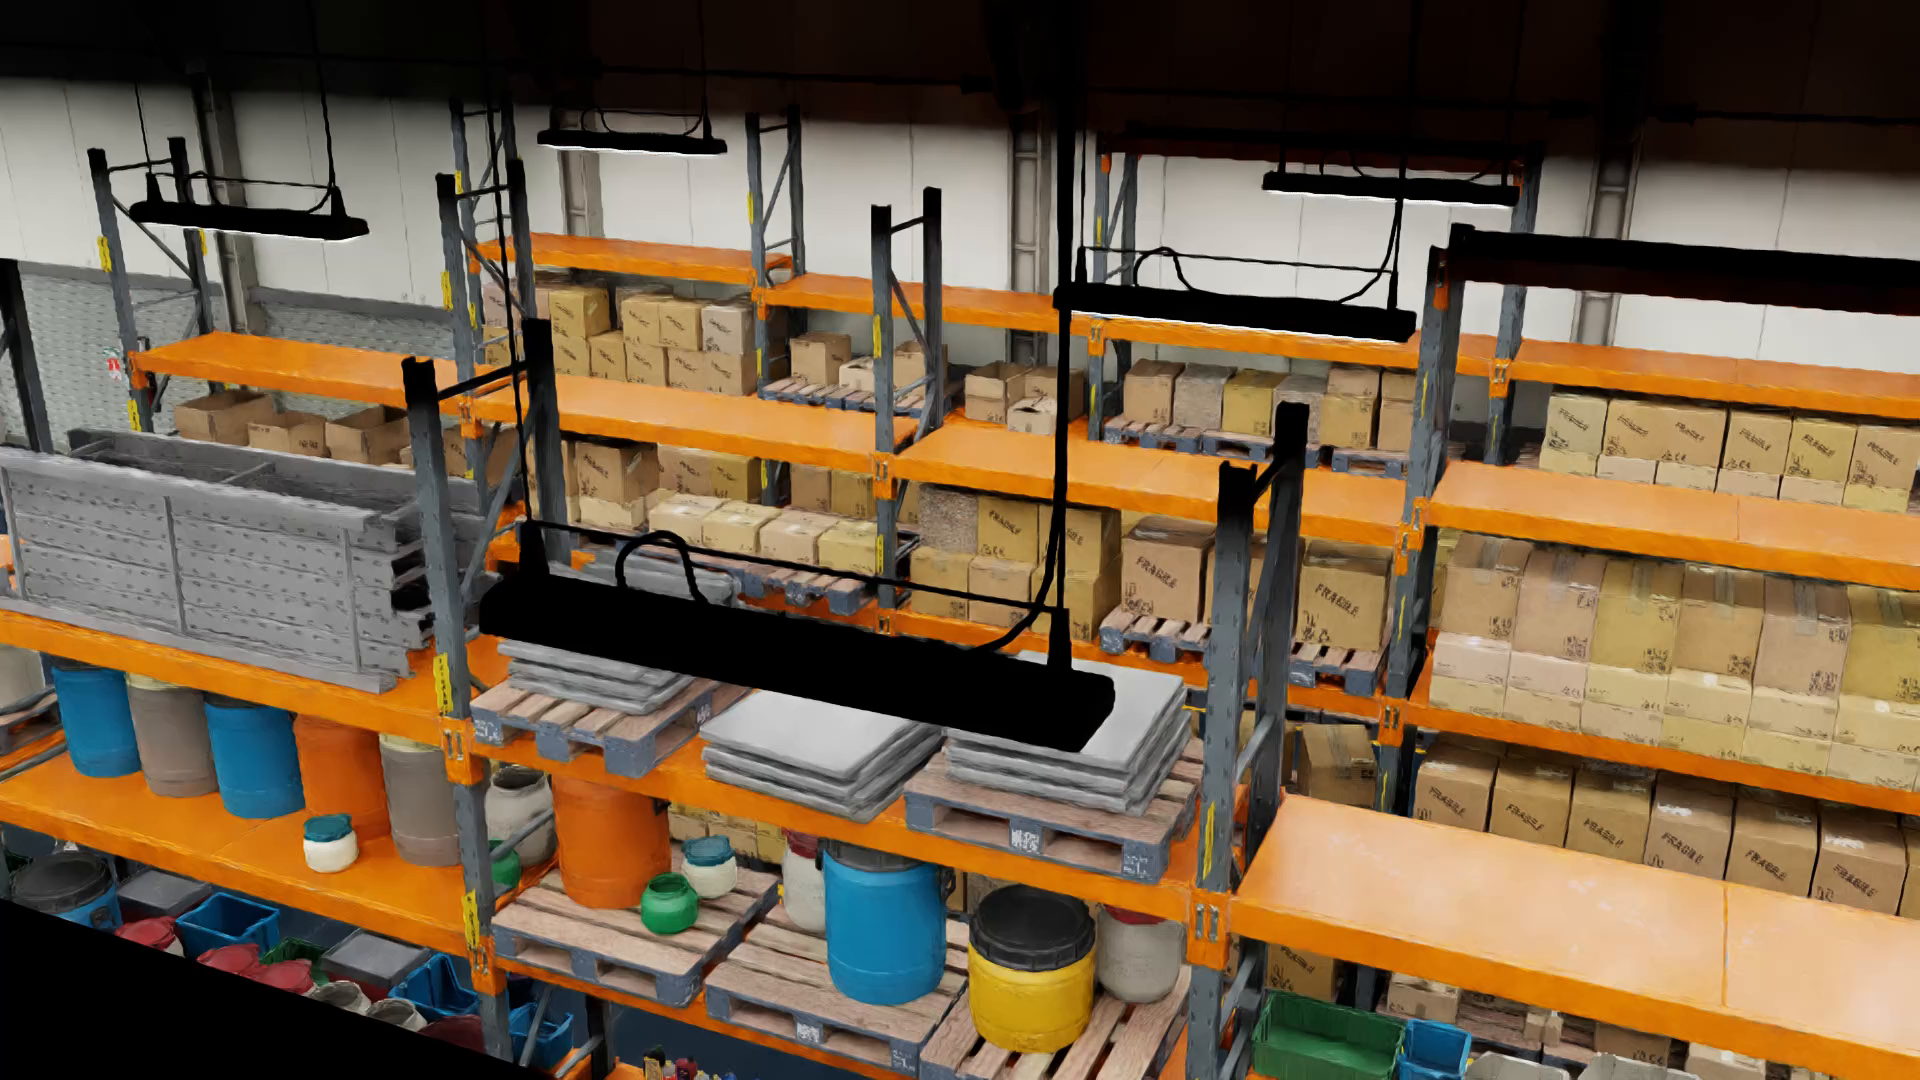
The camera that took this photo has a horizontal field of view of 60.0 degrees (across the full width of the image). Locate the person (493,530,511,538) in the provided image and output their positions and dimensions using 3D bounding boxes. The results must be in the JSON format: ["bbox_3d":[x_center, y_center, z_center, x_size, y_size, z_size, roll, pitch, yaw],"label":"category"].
[{"bbox_3d":[-5.344,0.423,19.246,0.539,1.645,0.437,-2,21,-5],"label":"person"}]

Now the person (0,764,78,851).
[{"bbox_3d":[-8.408,2.163,14.770,0.770,1.517,0.601,1,21,3],"label":"person"}]

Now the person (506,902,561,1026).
[{"bbox_3d":[-3.201,3.127,12.188,0.519,1.541,0.566,8,22,20],"label":"person"}]
